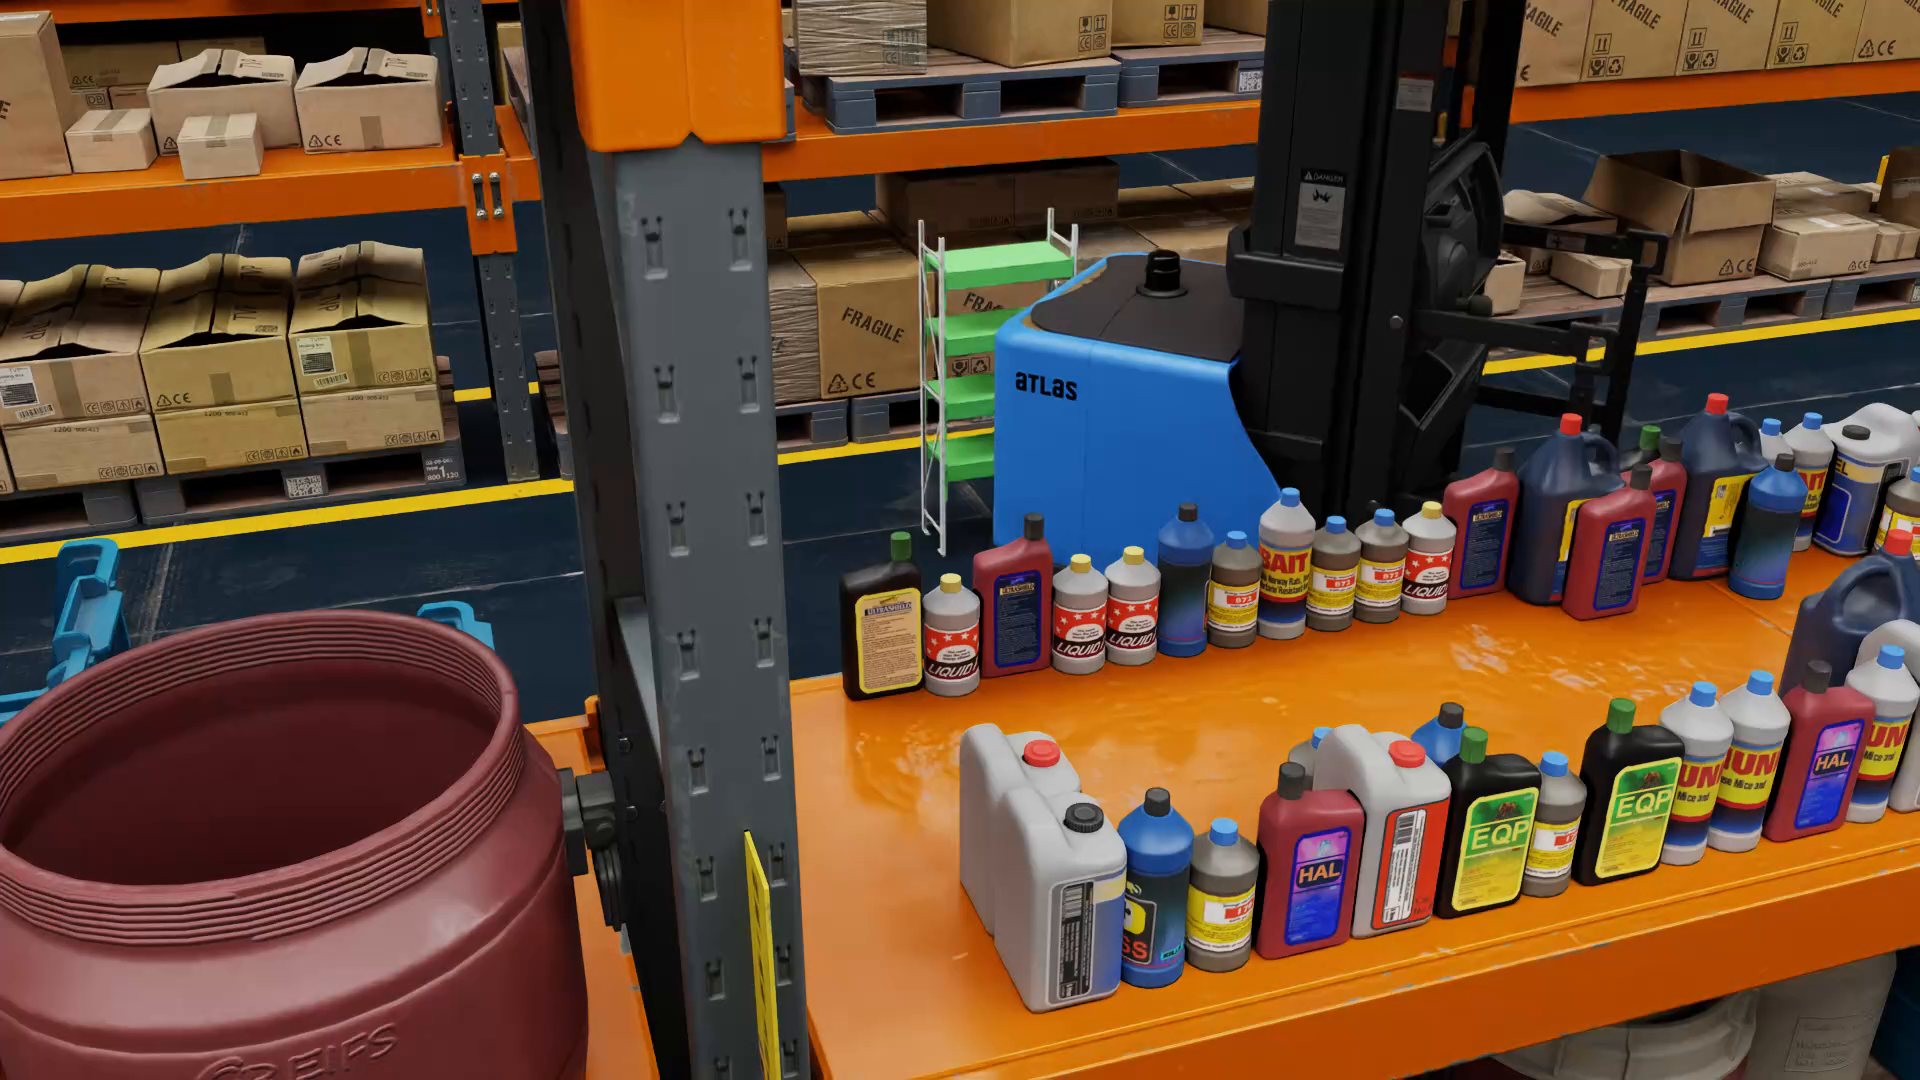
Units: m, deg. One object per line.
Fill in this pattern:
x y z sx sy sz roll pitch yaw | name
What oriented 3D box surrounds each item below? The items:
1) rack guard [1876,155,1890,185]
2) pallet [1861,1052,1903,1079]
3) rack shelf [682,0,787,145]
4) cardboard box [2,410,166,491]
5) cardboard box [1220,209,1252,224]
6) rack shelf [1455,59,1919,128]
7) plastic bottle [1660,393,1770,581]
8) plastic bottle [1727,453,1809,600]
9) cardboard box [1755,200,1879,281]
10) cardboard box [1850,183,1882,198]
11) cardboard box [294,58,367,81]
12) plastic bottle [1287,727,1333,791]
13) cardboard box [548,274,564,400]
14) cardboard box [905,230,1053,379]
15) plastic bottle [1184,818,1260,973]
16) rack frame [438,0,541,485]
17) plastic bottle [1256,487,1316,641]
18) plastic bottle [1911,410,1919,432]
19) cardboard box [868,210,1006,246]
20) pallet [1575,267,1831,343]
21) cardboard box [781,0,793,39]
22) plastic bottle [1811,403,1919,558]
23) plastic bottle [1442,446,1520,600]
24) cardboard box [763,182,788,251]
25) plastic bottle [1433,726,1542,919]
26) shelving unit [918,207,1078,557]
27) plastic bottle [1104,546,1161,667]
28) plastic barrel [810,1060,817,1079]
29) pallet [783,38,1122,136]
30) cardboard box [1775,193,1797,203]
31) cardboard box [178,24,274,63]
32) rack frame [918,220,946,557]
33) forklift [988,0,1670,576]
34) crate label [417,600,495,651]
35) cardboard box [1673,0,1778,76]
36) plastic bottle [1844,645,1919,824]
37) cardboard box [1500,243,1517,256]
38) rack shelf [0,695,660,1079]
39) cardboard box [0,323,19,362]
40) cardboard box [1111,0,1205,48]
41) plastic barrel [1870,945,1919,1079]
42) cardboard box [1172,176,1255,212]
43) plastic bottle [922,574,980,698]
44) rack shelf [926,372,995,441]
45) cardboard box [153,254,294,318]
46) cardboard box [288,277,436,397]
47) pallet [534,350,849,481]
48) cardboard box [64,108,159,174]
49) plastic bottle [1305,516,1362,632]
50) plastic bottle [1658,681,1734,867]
5.621 -1.758 9.229 0.348 0.500 1.175 -8 28 -16 | rack guard
1.512 1.265 3.464 1.213 0.211 1.003 -8 28 -16 | pallet
1.519 -0.988 2.303 4.000 0.370 1.077 -8 28 -16 | rack shelf
-3.306 -0.427 6.356 0.500 0.250 0.500 -8 27 -15 | cardboard box
1.509 -1.225 7.661 0.500 0.500 0.500 -8 28 -16 | cardboard box
3.792 -2.290 8.299 4.000 0.370 1.077 -8 28 -16 | rack shelf
1.423 -0.111 3.156 0.185 0.351 0.144 -8 28 -16 | plastic bottle
1.502 -0.030 3.083 0.097 0.271 0.097 0 26 0 | plastic bottle
4.340 -1.556 8.609 0.500 0.250 0.500 -8 28 -16 | cardboard box
5.189 -1.896 9.406 0.250 0.149 0.380 -8 28 -16 | cardboard box
-4.119 -2.836 10.907 0.500 0.500 0.700 -8 27 -15 | cardboard box
0.512 0.361 2.373 0.097 0.201 0.097 0 26 0 | plastic bottle
-1.392 -0.806 6.816 0.500 0.500 0.500 -7 27 -14 | cardboard box
0.077 -1.021 7.250 0.500 0.500 0.500 -9 28 -18 | cardboard box
0.340 0.457 2.180 0.097 0.201 0.097 0 26 0 | plastic bottle
-1.913 -1.786 6.475 0.127 3.000 1.000 -8 28 -16 | rack frame
0.574 0.037 2.948 0.097 0.271 0.097 0 26 0 | plastic bottle
1.982 -0.157 3.331 0.135 0.276 0.152 -8 28 -16 | plastic bottle
-0.108 -1.238 7.686 0.500 0.500 0.500 -9 28 -18 | cardboard box
3.705 -1.352 8.736 1.213 0.211 1.003 -8 28 -16 | pallet
-1.070 -3.388 11.647 0.750 0.750 0.750 -7 27 -15 | cardboard box
1.761 -0.125 3.267 0.135 0.276 0.152 -8 28 -16 | plastic bottle
0.956 -0.033 3.074 0.133 0.283 0.061 -8 28 -16 | plastic bottle
-1.045 -1.437 7.245 0.500 0.250 0.500 -7 27 -14 | cardboard box
0.710 0.375 2.252 0.133 0.283 0.061 -8 28 -16 | plastic bottle
0.131 -0.564 6.037 0.503 1.200 0.258 -9 28 -17 | shelving unit
0.297 0.108 2.882 0.097 0.201 0.097 0 26 0 | plastic bottle
0.077 1.018 2.795 0.708 0.830 0.600 -8 28 -16 | plastic barrel
-0.066 -1.970 7.061 1.213 0.211 1.003 -8 28 -16 | pallet
4.138 -1.761 9.021 0.500 0.250 0.500 -8 28 -16 | cardboard box
-4.681 -3.120 10.635 0.500 0.250 0.500 -8 27 -15 | cardboard box
-0.099 -0.528 5.964 0.015 1.200 0.240 -9 28 -17 | rack frame
1.641 -0.899 4.764 3.031 2.935 1.130 13 29 25 | forklift
-0.900 0.283 2.495 0.416 0.233 0.303 -8 28 -16 | crate label
3.421 -2.477 7.753 0.500 0.500 0.500 -8 28 -16 | cardboard box
1.345 0.280 2.458 0.097 0.271 0.097 0 26 0 | plastic bottle
2.682 -1.533 8.675 0.250 0.149 0.380 -8 28 -16 | cardboard box
-2.285 0.906 1.860 4.000 0.370 1.077 -8 28 -16 | rack shelf
-3.785 -0.607 6.089 0.500 0.311 0.500 -7 27 -15 | cardboard box
0.736 -2.478 7.283 0.500 0.500 0.700 -4 27 -8 | cardboard box
2.224 0.675 3.405 0.708 0.901 0.600 -8 28 -16 | plastic barrel
1.355 -1.451 8.116 0.500 0.500 0.500 -10 28 -18 | cardboard box
-0.015 0.153 2.791 0.097 0.201 0.097 0 26 0 | plastic bottle
0.131 -0.507 6.065 0.480 0.148 0.258 -9 28 -17 | rack shelf
-2.999 -0.970 6.820 0.500 0.311 0.500 -9 28 -17 | cardboard box
-2.335 -0.818 6.513 0.500 0.311 0.500 -8 27 -15 | cardboard box
-1.192 -0.624 7.270 1.213 0.211 1.003 -8 28 -16 | pallet
-3.109 -1.474 6.129 0.250 0.149 0.380 -6 27 -12 | cardboard box
0.667 0.054 2.990 0.097 0.201 0.097 0 26 0 | plastic bottle
1.033 0.325 2.367 0.097 0.271 0.097 0 26 0 | plastic bottle
